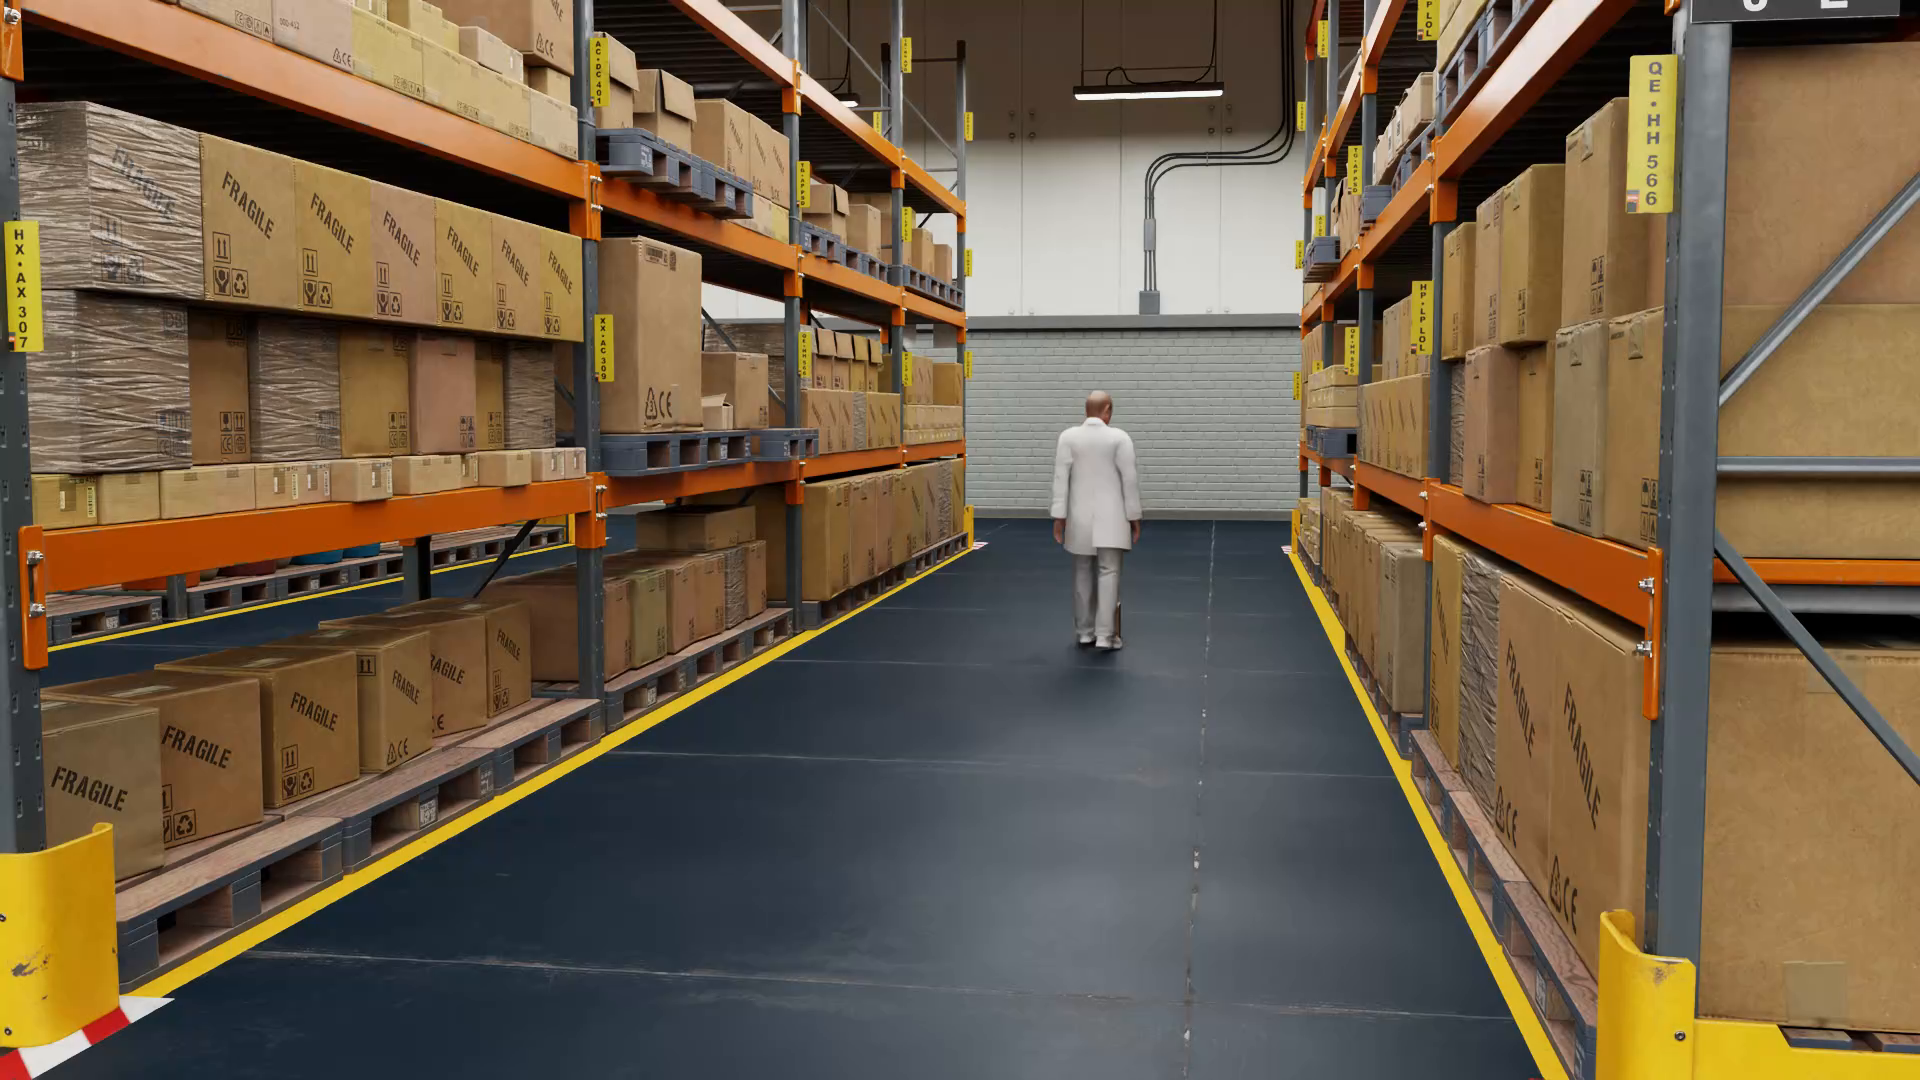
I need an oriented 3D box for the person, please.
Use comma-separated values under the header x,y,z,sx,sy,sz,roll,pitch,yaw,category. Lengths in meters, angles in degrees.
x,y,z,sx,sy,sz,roll,pitch,yaw,category
0.966,-0.147,11.464,0.632,1.758,0.805,1,5,17,person
